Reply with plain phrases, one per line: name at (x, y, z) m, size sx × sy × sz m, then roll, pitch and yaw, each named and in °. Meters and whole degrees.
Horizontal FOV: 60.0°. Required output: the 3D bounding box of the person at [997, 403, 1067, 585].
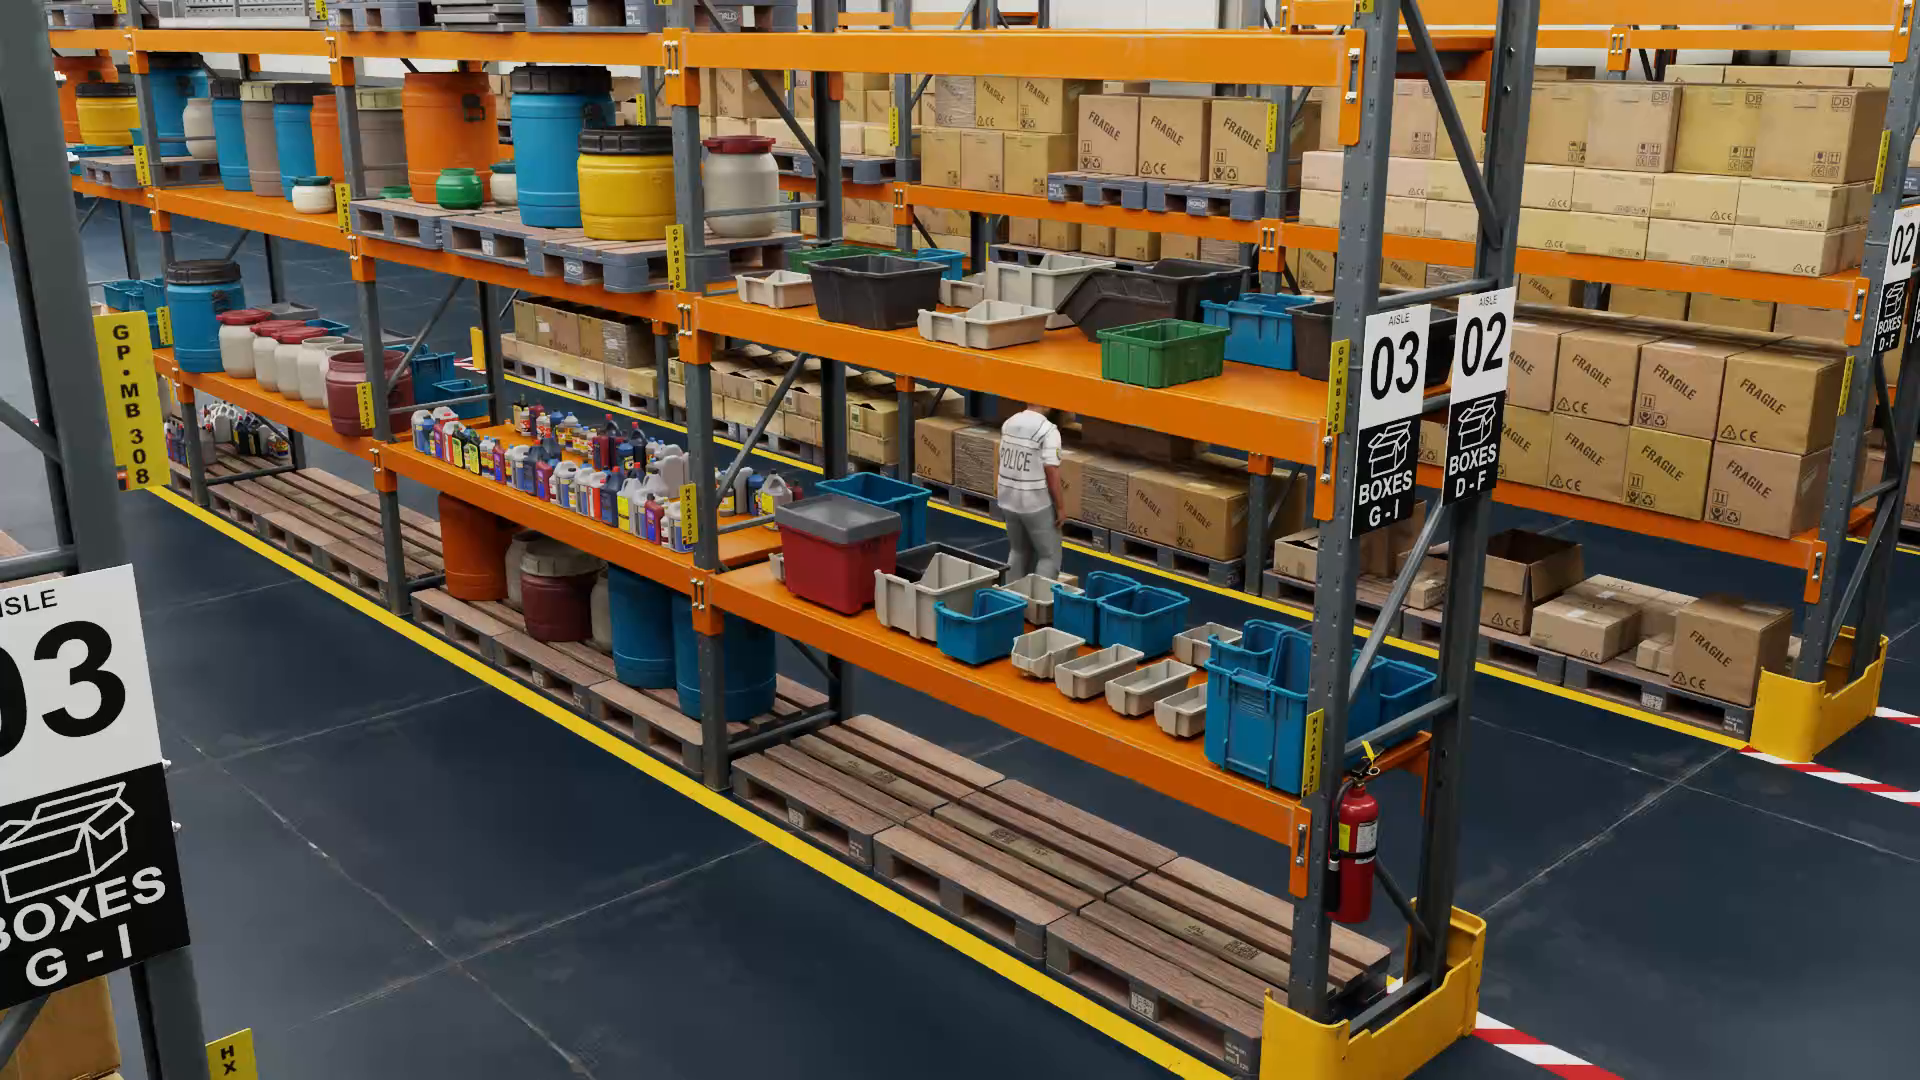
person at (0.510, -0.265, 11.891) m, size 0.437 × 1.747 × 0.584 m, roll -16°, pitch 23°, yaw -42°
